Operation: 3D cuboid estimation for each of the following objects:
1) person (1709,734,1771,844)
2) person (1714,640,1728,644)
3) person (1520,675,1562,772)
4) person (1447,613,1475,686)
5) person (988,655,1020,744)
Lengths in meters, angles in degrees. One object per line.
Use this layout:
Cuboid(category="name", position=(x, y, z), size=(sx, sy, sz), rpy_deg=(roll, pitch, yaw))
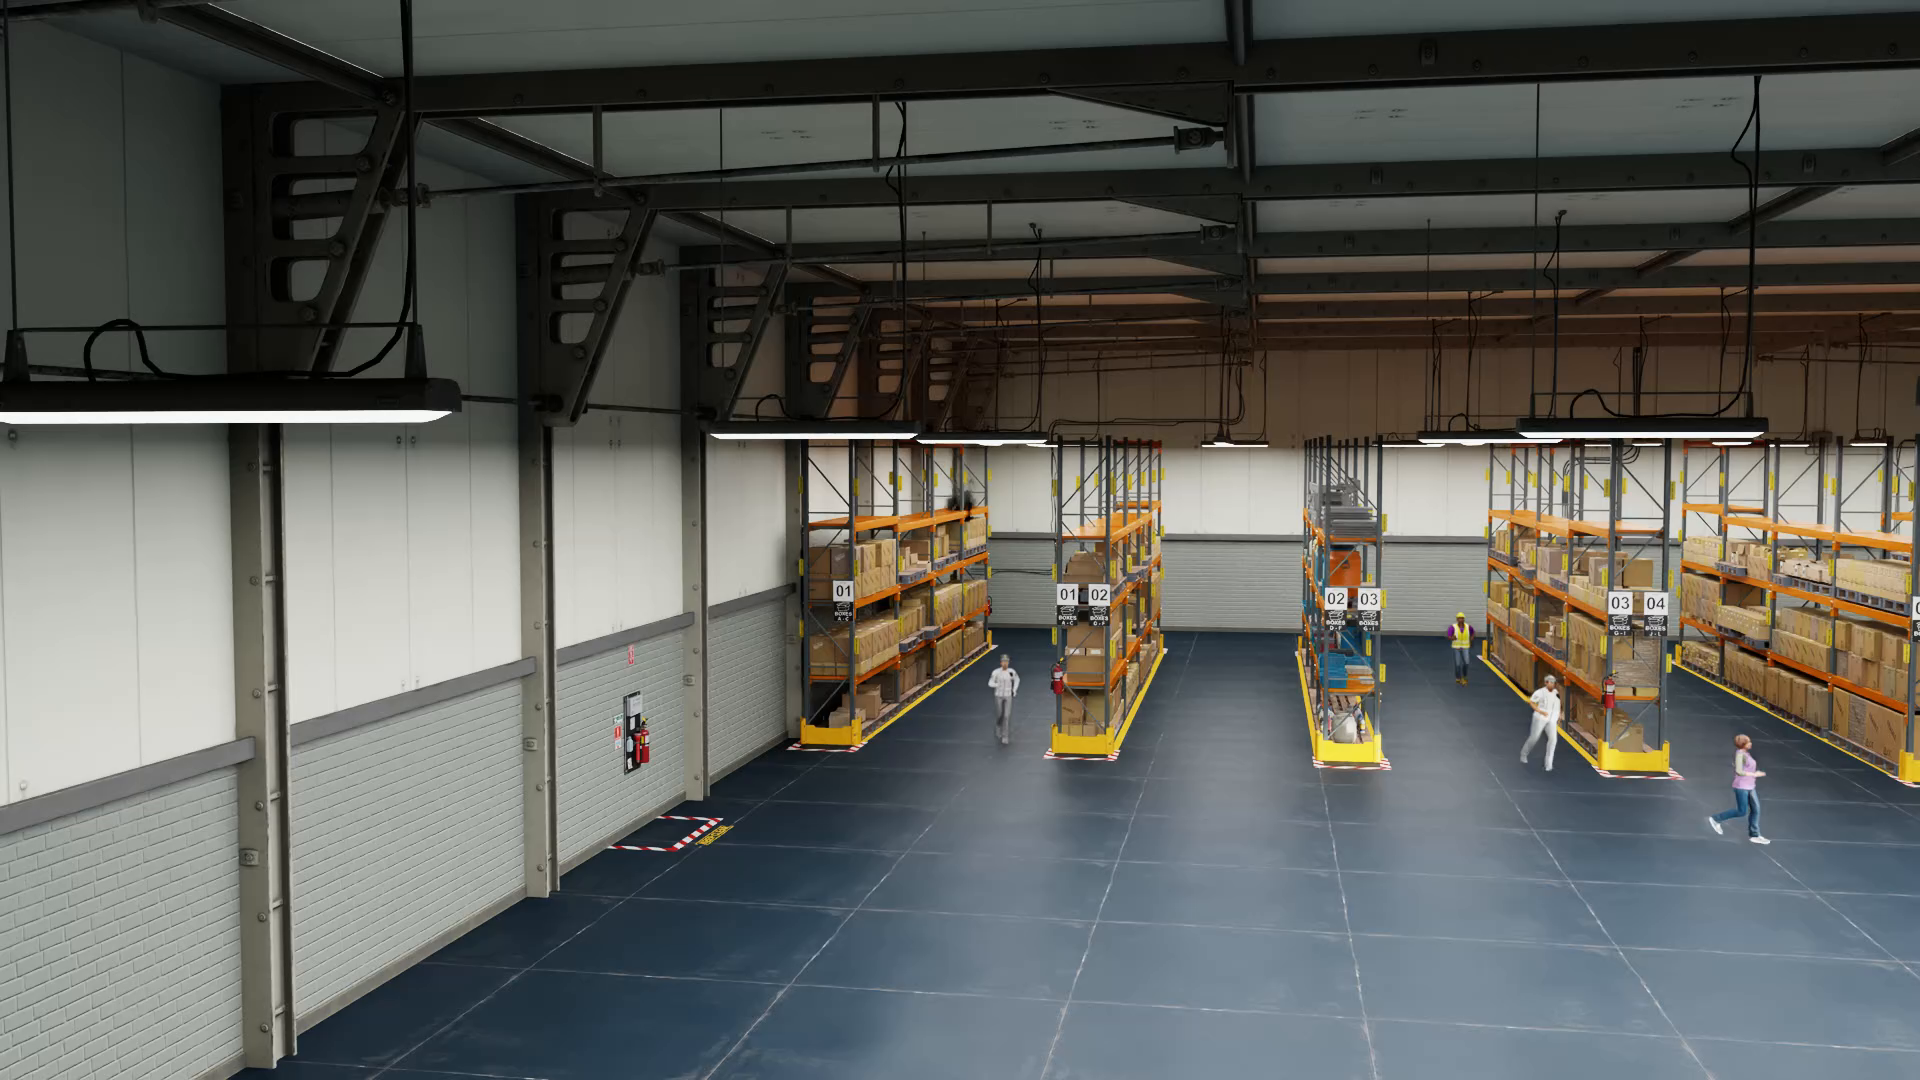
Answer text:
Cuboid(category="person", position=(11.401, 3.617, 24.265), size=(0.819, 1.570, 0.552), rpy_deg=(2, 4, 37))
Cuboid(category="person", position=(20.882, 2.441, 45.553), size=(0.547, 1.652, 0.658), rpy_deg=(1, 3, 10))
Cuboid(category="person", position=(10.563, 3.284, 29.995), size=(0.696, 1.688, 0.843), rpy_deg=(0, 3, -7))
Cuboid(category="person", position=(12.201, 2.663, 40.459), size=(0.676, 1.783, 0.661), rpy_deg=(1, 3, 10))
Cuboid(category="person", position=(0.865, 3.083, 32.588), size=(0.621, 1.692, 0.826), rpy_deg=(0, 3, 0))
